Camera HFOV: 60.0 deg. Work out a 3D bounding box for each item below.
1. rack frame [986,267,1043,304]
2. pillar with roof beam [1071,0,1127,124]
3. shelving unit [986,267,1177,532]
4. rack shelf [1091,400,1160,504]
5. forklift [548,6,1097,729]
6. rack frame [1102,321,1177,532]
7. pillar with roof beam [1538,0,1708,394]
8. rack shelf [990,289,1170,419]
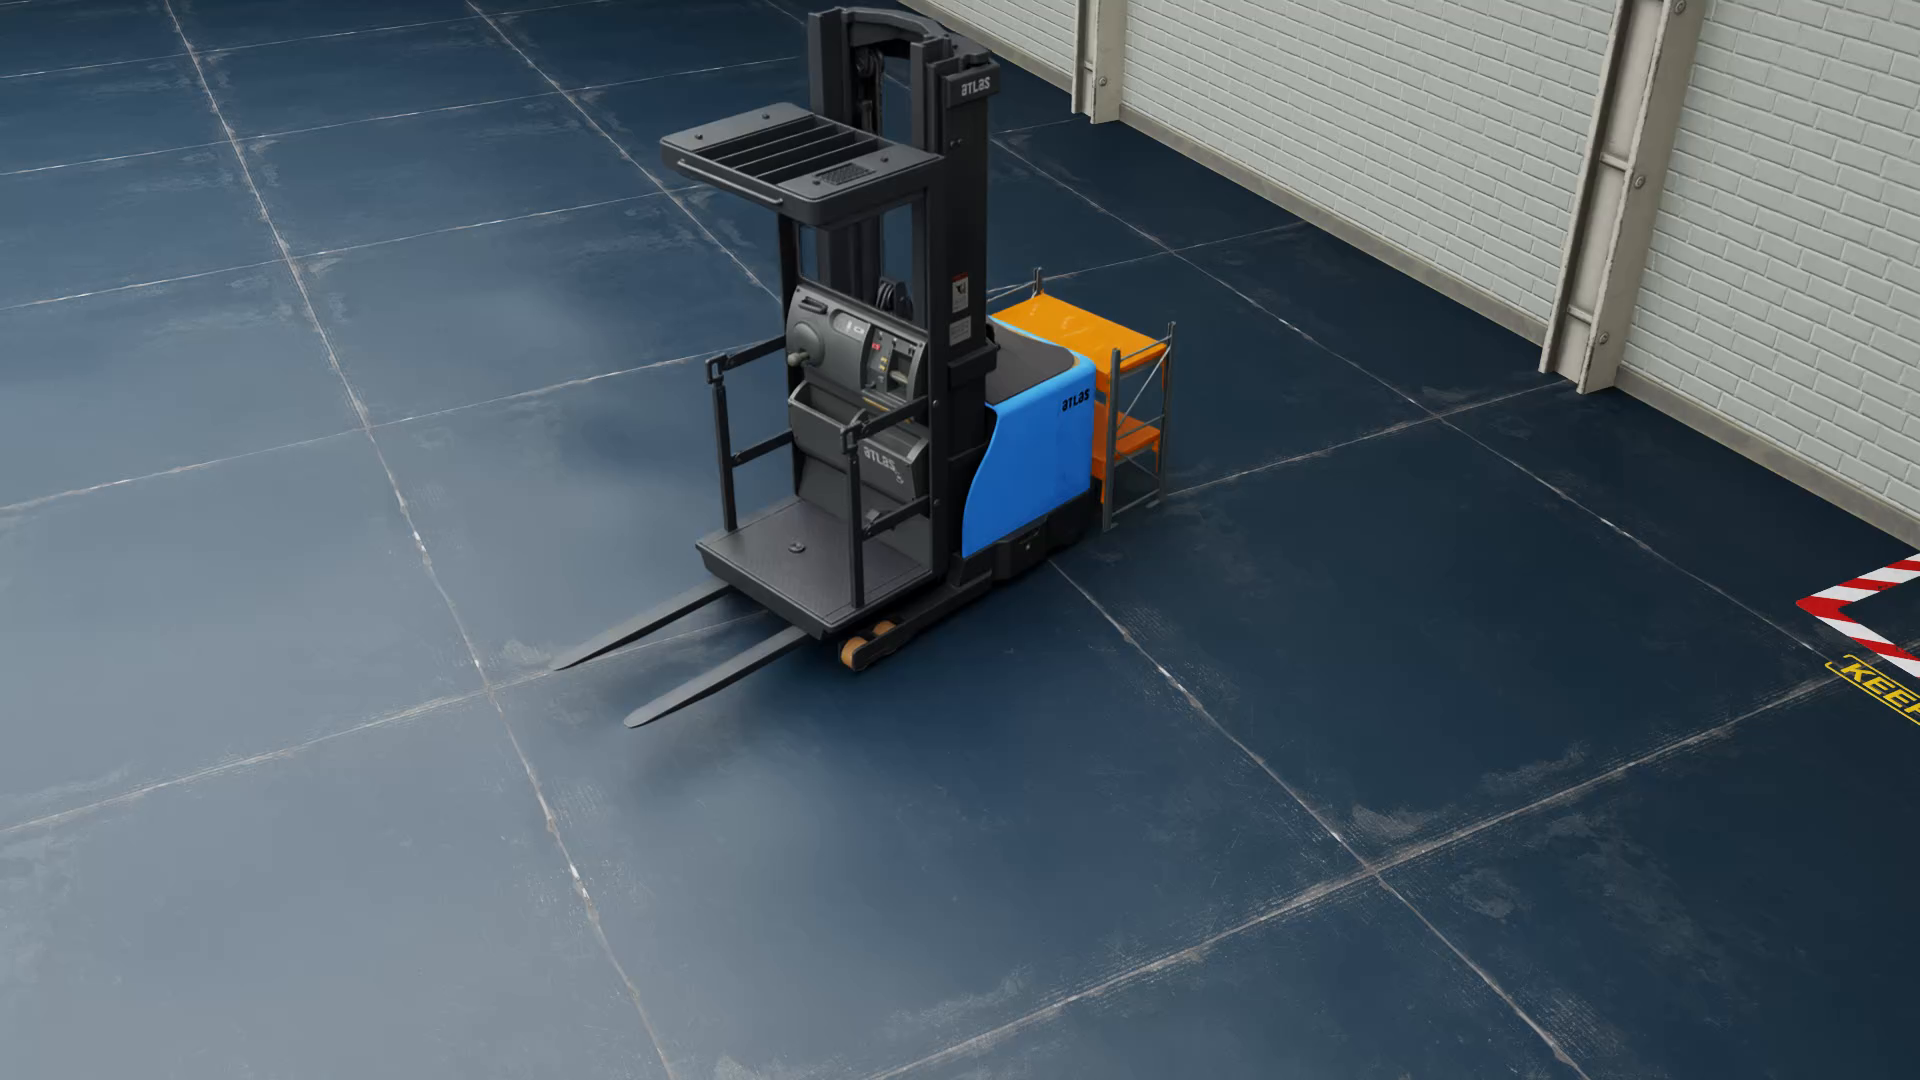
[{"bbox_3d":[0.288,-1.013,9.807,0.500,1.125,0.032,-27,41,-35],"label":"rack frame"},{"bbox_3d":[-2.546,-6.642,11.294,9.100,9.000,0.400,-16,36,-23],"label":"pillar with roof beam"},{"bbox_3d":[0.638,-0.814,9.497,0.538,1.125,1.048,-27,41,-35],"label":"shelving unit"},{"bbox_3d":[0.638,-0.609,9.629,0.538,0.278,1.000,-27,41,-35],"label":"rack shelf"},{"bbox_3d":[-0.660,-0.899,7.956,1.130,2.935,3.031,28,42,36],"label":"forklift"},{"bbox_3d":[0.988,-0.616,9.187,0.500,1.125,0.032,-27,41,-35],"label":"rack frame"},{"bbox_3d":[0.252,-3.778,6.825,9.100,9.000,0.400,-16,36,-23],"label":"pillar with roof beam"},{"bbox_3d":[0.638,-1.061,9.339,0.538,0.278,1.000,-27,41,-35],"label":"rack shelf"}]
